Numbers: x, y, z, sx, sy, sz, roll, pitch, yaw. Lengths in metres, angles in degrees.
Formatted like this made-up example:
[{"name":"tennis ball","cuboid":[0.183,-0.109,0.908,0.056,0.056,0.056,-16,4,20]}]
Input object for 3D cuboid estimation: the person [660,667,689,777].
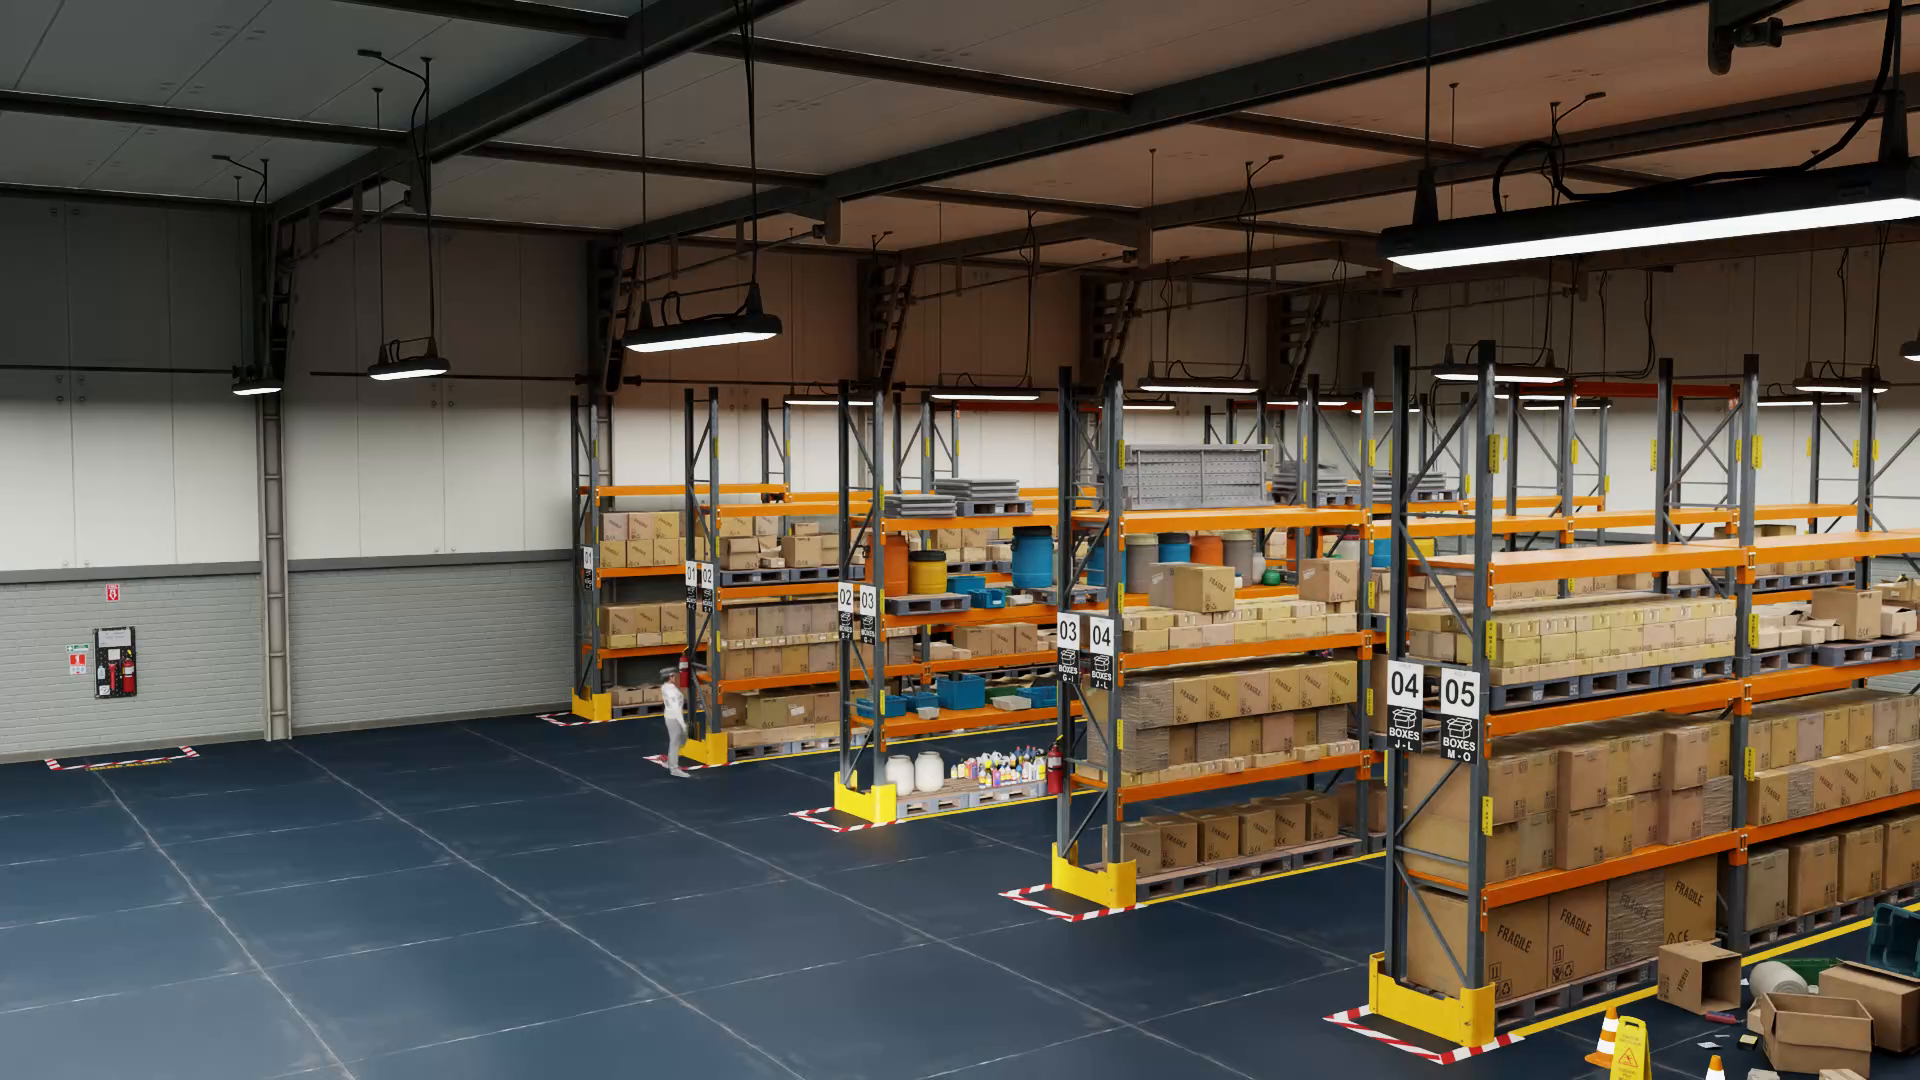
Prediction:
[{"name":"person","cuboid":[-4.380,2.793,25.567,0.454,1.687,0.537,0,3,-1]}]
